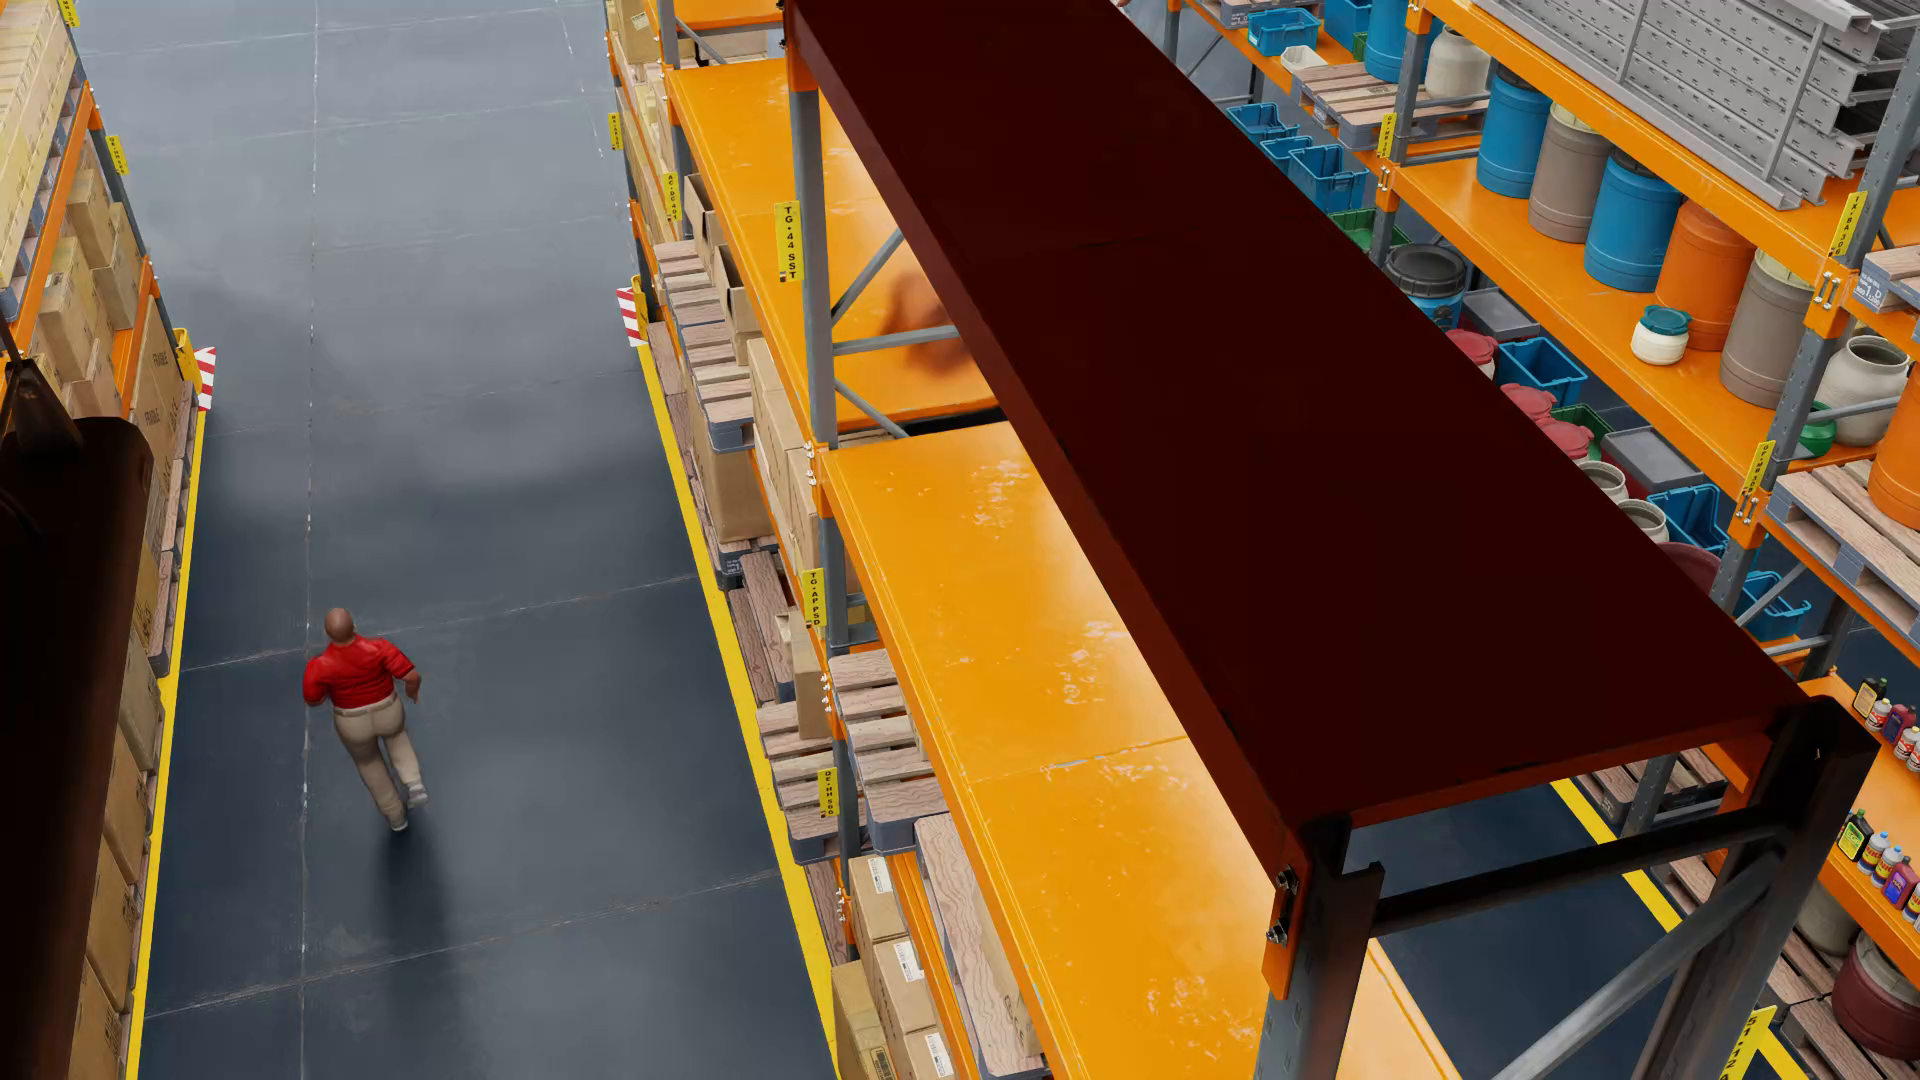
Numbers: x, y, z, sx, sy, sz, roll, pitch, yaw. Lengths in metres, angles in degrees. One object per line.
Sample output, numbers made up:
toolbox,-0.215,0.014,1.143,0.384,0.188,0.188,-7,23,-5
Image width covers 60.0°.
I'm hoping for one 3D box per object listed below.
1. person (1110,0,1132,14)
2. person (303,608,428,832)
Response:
person,1.704,-5.966,18.895,0.980,1.774,0.682,4,39,5
person,-3.620,1.053,10.192,0.655,1.612,0.593,-18,42,-22
